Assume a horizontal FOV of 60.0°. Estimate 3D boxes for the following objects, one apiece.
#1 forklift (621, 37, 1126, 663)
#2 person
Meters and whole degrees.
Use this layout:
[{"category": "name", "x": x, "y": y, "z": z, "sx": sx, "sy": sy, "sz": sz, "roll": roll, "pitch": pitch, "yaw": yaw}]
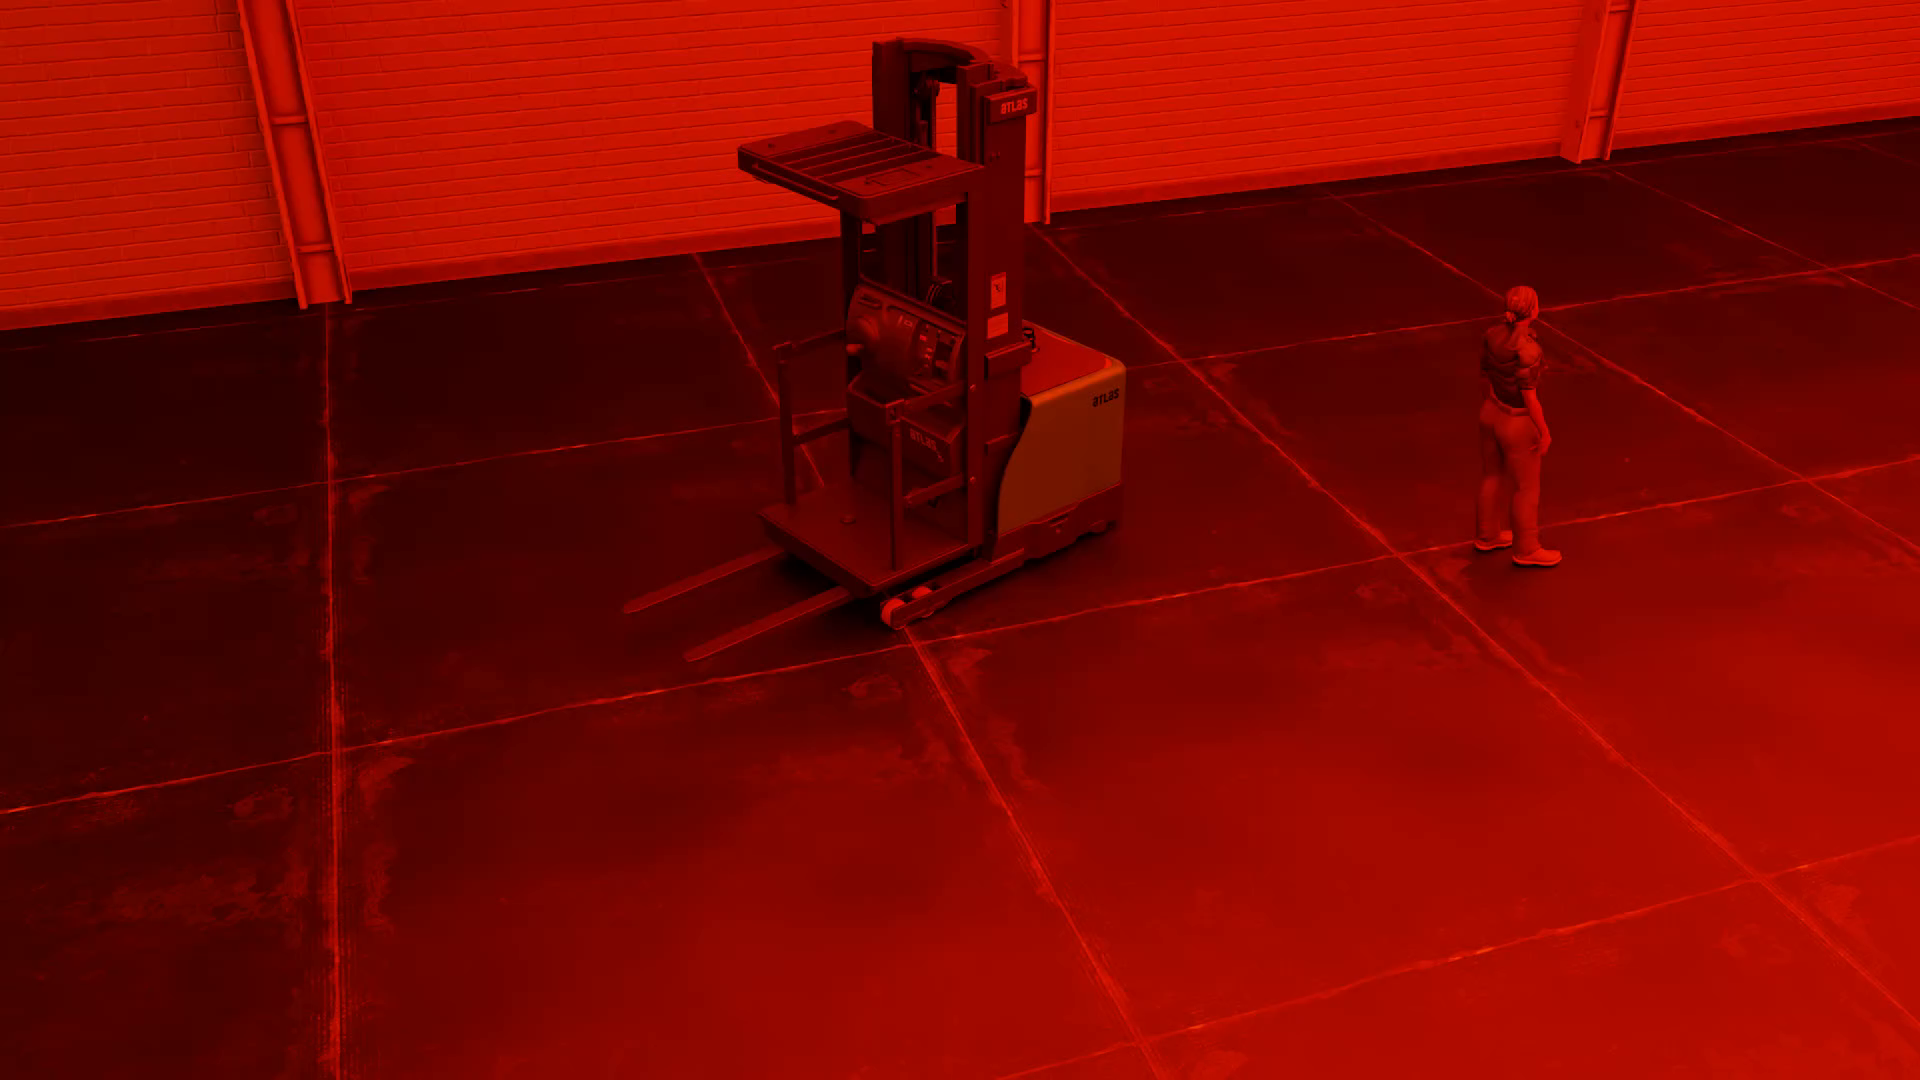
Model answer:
[{"category": "forklift", "x": -0.461, "y": -1.072, "z": 8.951, "sx": 3.031, "sy": 2.935, "sz": 1.130, "roll": -23, "pitch": 37, "yaw": -34}, {"category": "person", "x": 3.224, "y": -0.662, "z": 9.518, "sx": 0.504, "sy": 1.640, "sz": 0.569, "roll": -10, "pitch": 31, "yaw": -17}]
